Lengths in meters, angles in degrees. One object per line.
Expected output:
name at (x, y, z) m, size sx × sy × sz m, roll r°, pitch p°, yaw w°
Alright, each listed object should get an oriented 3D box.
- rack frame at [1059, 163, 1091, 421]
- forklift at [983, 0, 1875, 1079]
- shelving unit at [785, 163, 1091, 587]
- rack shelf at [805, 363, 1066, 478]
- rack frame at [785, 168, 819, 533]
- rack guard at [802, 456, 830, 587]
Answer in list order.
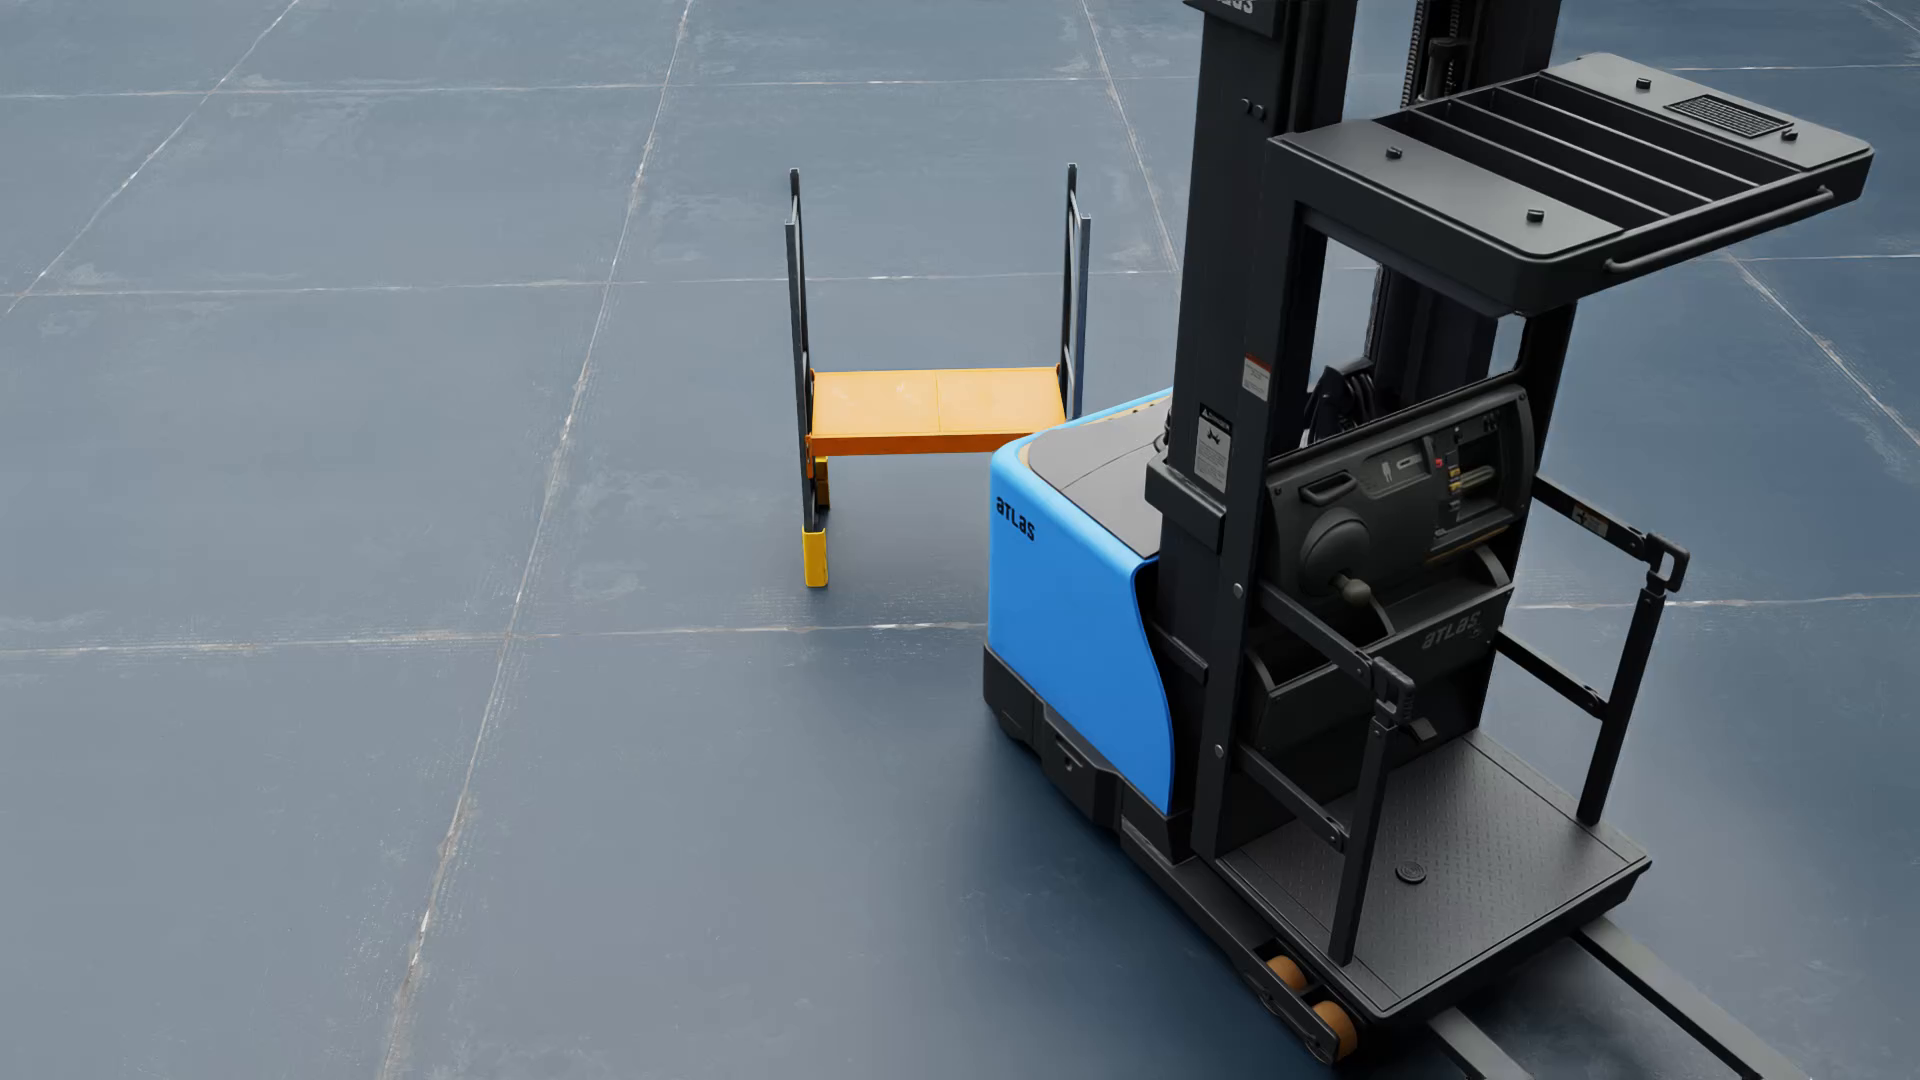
rack frame at (0.423, -0.628, 6.340) m, size 0.032 × 1.500 × 0.500 m, roll -2°, pitch 35°, yaw -2°
forklift at (1.296, -0.058, 4.258) m, size 1.130 × 2.935 × 3.031 m, roll -20°, pitch 39°, yaw -26°
shelving unit at (-0.076, -0.615, 6.320) m, size 1.083 × 1.500 × 0.587 m, roll -2°, pitch 35°, yaw -2°
rack shelf at (-0.085, -0.467, 6.422) m, size 1.000 × 0.185 × 0.538 m, roll -2°, pitch 35°, yaw -2°
rack frame at (-0.593, -0.601, 6.300) m, size 0.032 × 1.500 × 0.500 m, roll -2°, pitch 35°, yaw -2°
rack guard at (-0.574, -0.087, 6.657) m, size 0.087 × 0.250 × 0.587 m, roll -2°, pitch 35°, yaw -2°
